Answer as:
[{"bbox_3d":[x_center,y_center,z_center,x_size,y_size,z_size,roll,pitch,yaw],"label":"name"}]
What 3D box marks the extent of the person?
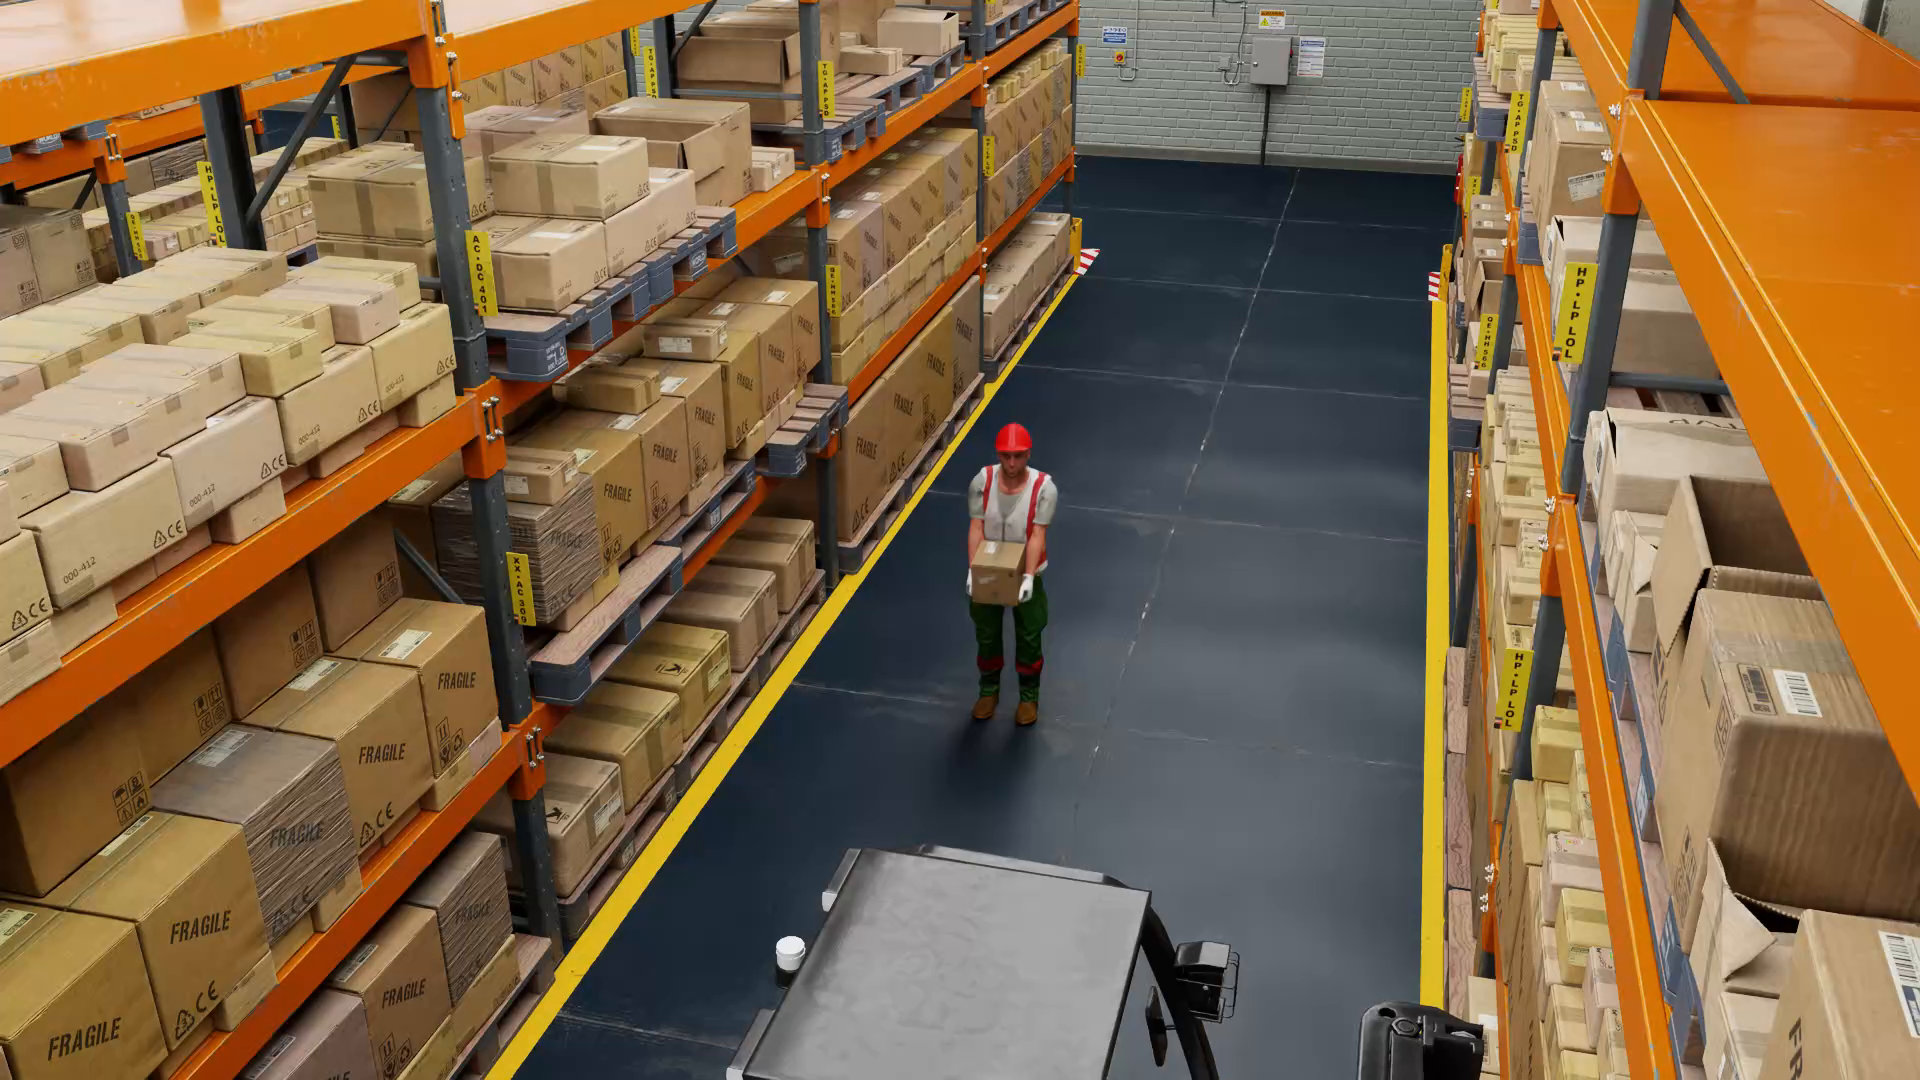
[{"bbox_3d":[0.269,0.216,9.228,0.495,1.784,0.560,6,26,12],"label":"person"}]
